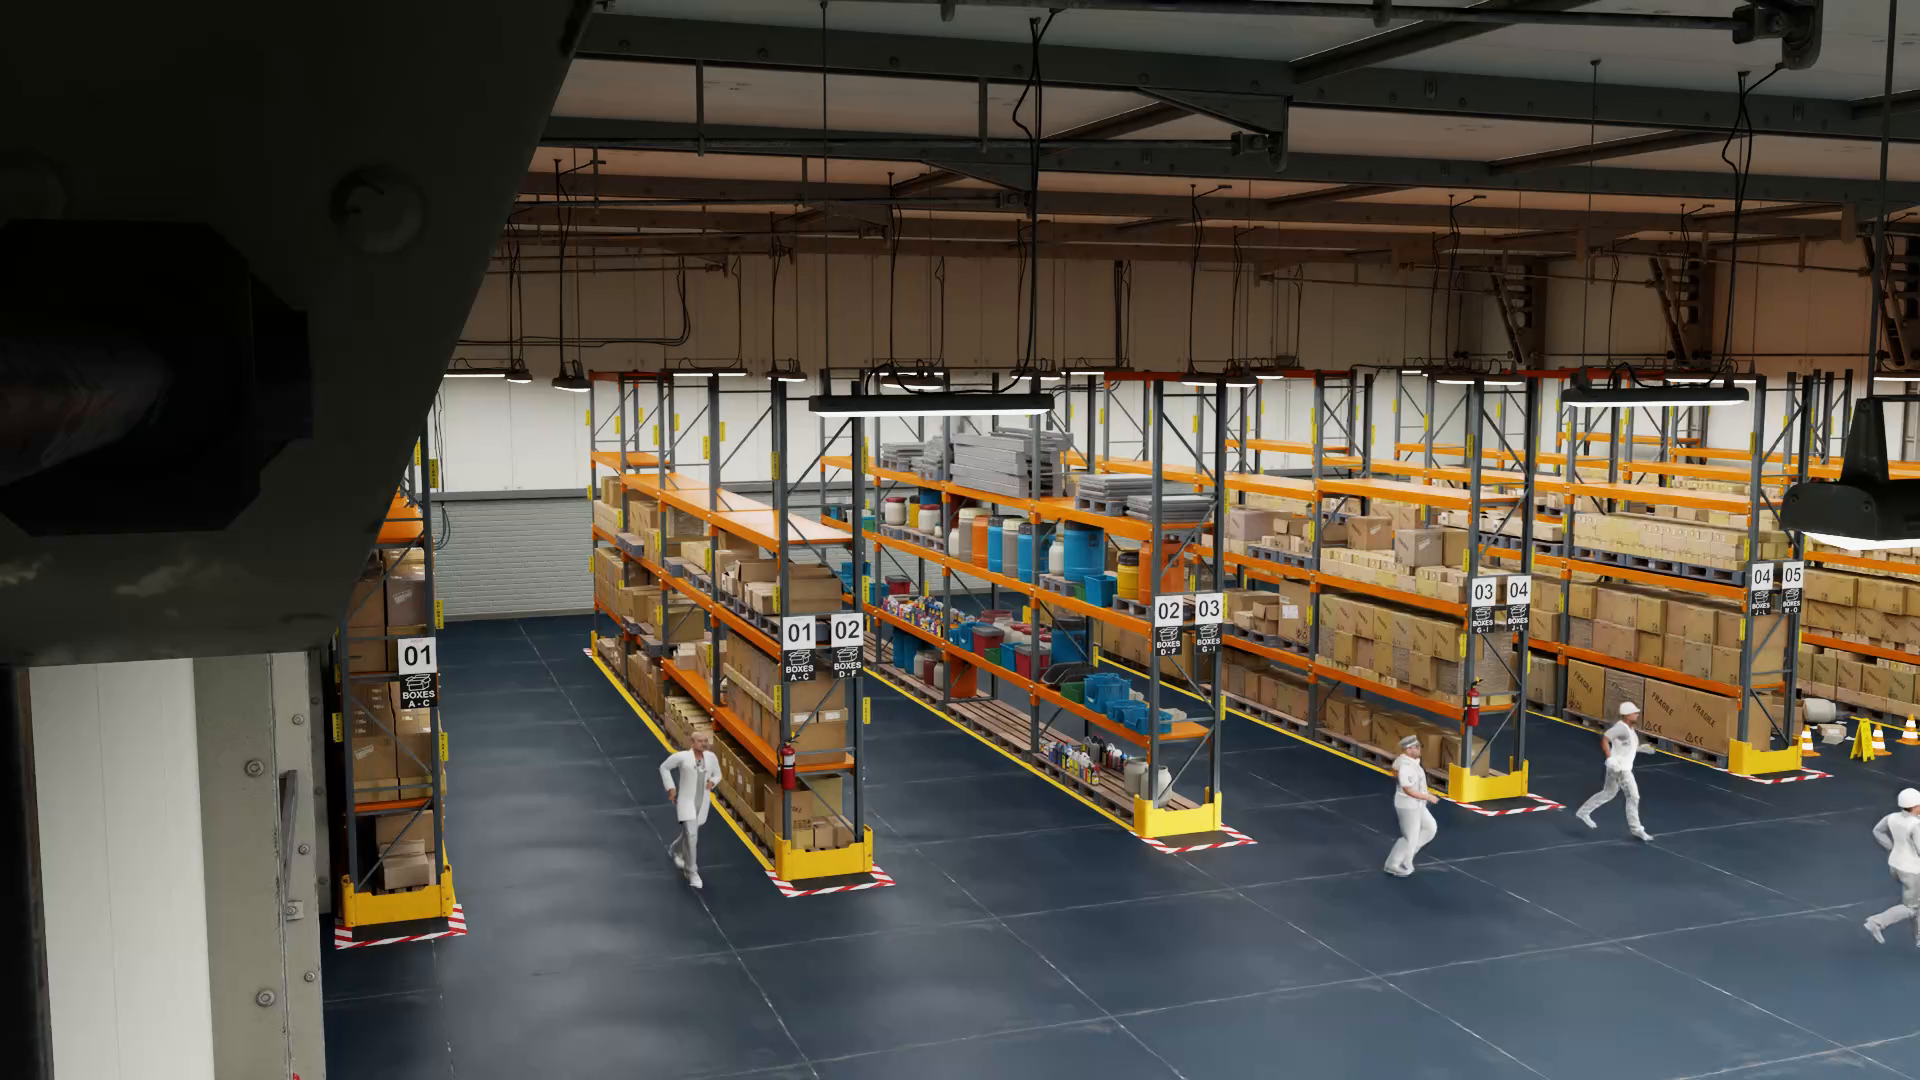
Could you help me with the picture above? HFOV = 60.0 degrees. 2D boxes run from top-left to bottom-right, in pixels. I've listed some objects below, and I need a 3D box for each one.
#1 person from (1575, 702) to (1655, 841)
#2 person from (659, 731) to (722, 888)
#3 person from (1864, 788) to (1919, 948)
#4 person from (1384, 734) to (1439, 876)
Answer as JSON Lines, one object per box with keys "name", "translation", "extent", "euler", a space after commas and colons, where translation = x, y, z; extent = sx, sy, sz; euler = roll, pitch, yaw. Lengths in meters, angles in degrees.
{"name": "person", "translation": [8.636, 3.009, 21.873], "extent": [0.974, 1.802, 0.626], "euler": [2, 7, 20]}
{"name": "person", "translation": [-3.237, 3.218, 20.212], "extent": [0.715, 1.821, 0.963], "euler": [-5, 8, -38]}
{"name": "person", "translation": [10.014, 3.491, 17.571], "extent": [0.936, 1.769, 0.661], "euler": [0, 6, -2]}
{"name": "person", "translation": [5.494, 3.216, 20.194], "extent": [0.629, 1.752, 0.665], "euler": [2, 7, 18]}
